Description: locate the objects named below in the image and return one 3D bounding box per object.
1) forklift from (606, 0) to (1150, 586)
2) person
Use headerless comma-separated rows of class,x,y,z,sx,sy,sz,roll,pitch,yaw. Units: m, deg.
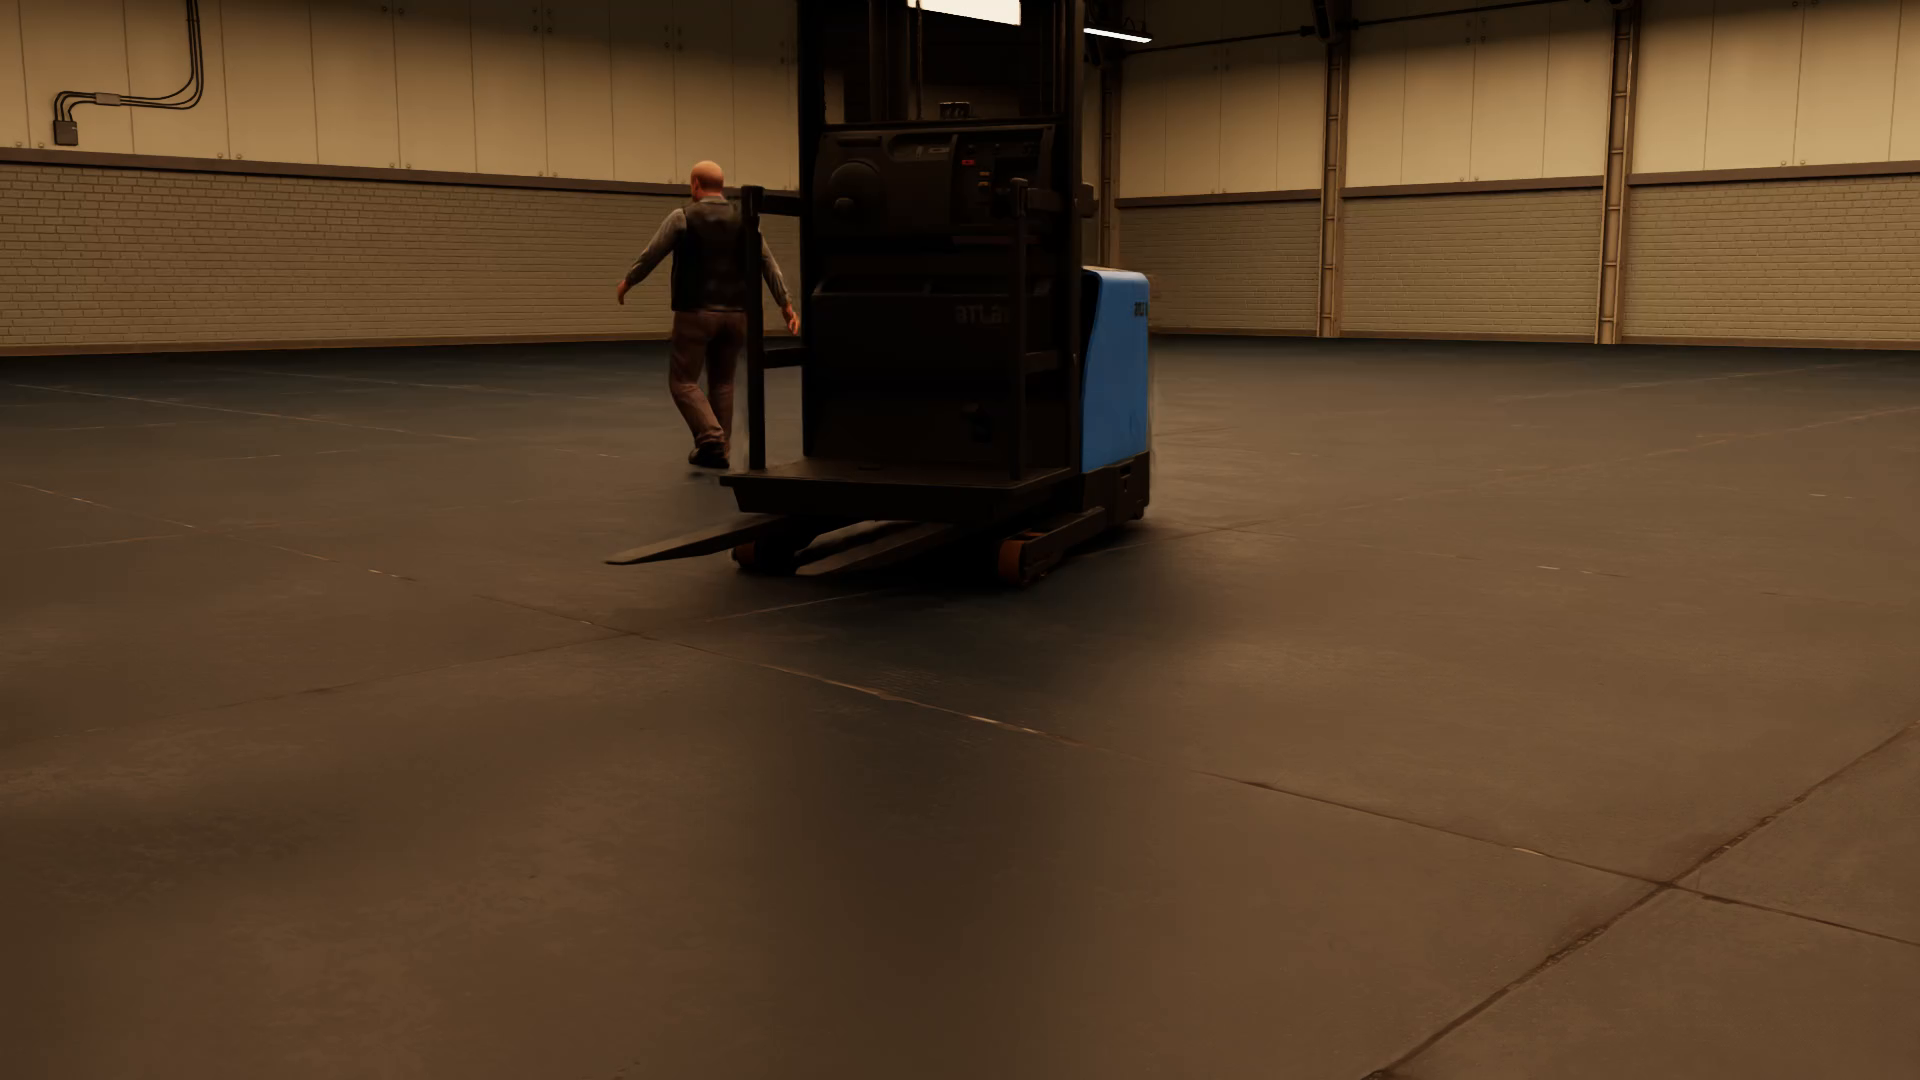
forklift,-0.175,-1.359,5.897,1.130,2.935,3.031,3,9,21
person,-1.375,-1.232,9.223,0.878,1.702,0.702,-5,10,-32
